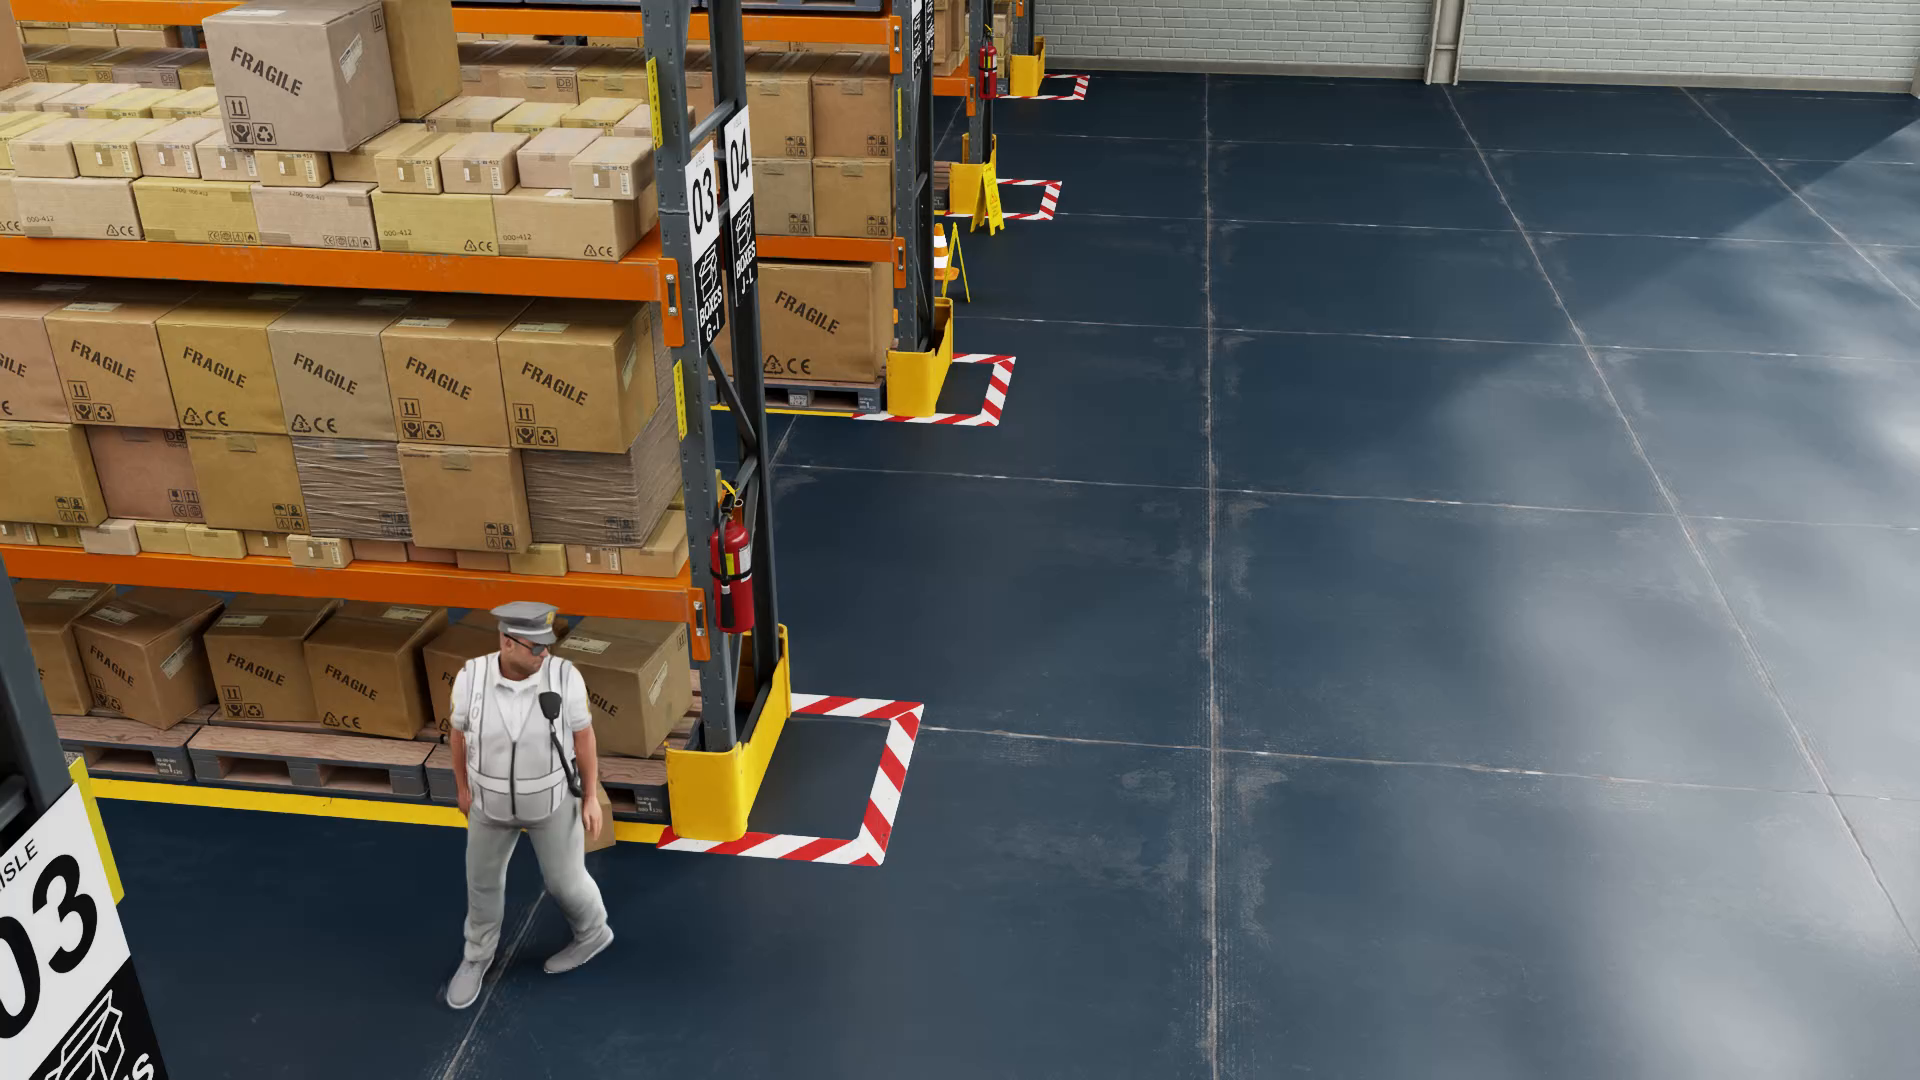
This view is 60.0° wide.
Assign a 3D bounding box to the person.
[{"bbox_3d":[-1.793,1.069,6.670,0.693,1.766,0.487,-1,28,-2],"label":"person"}]
